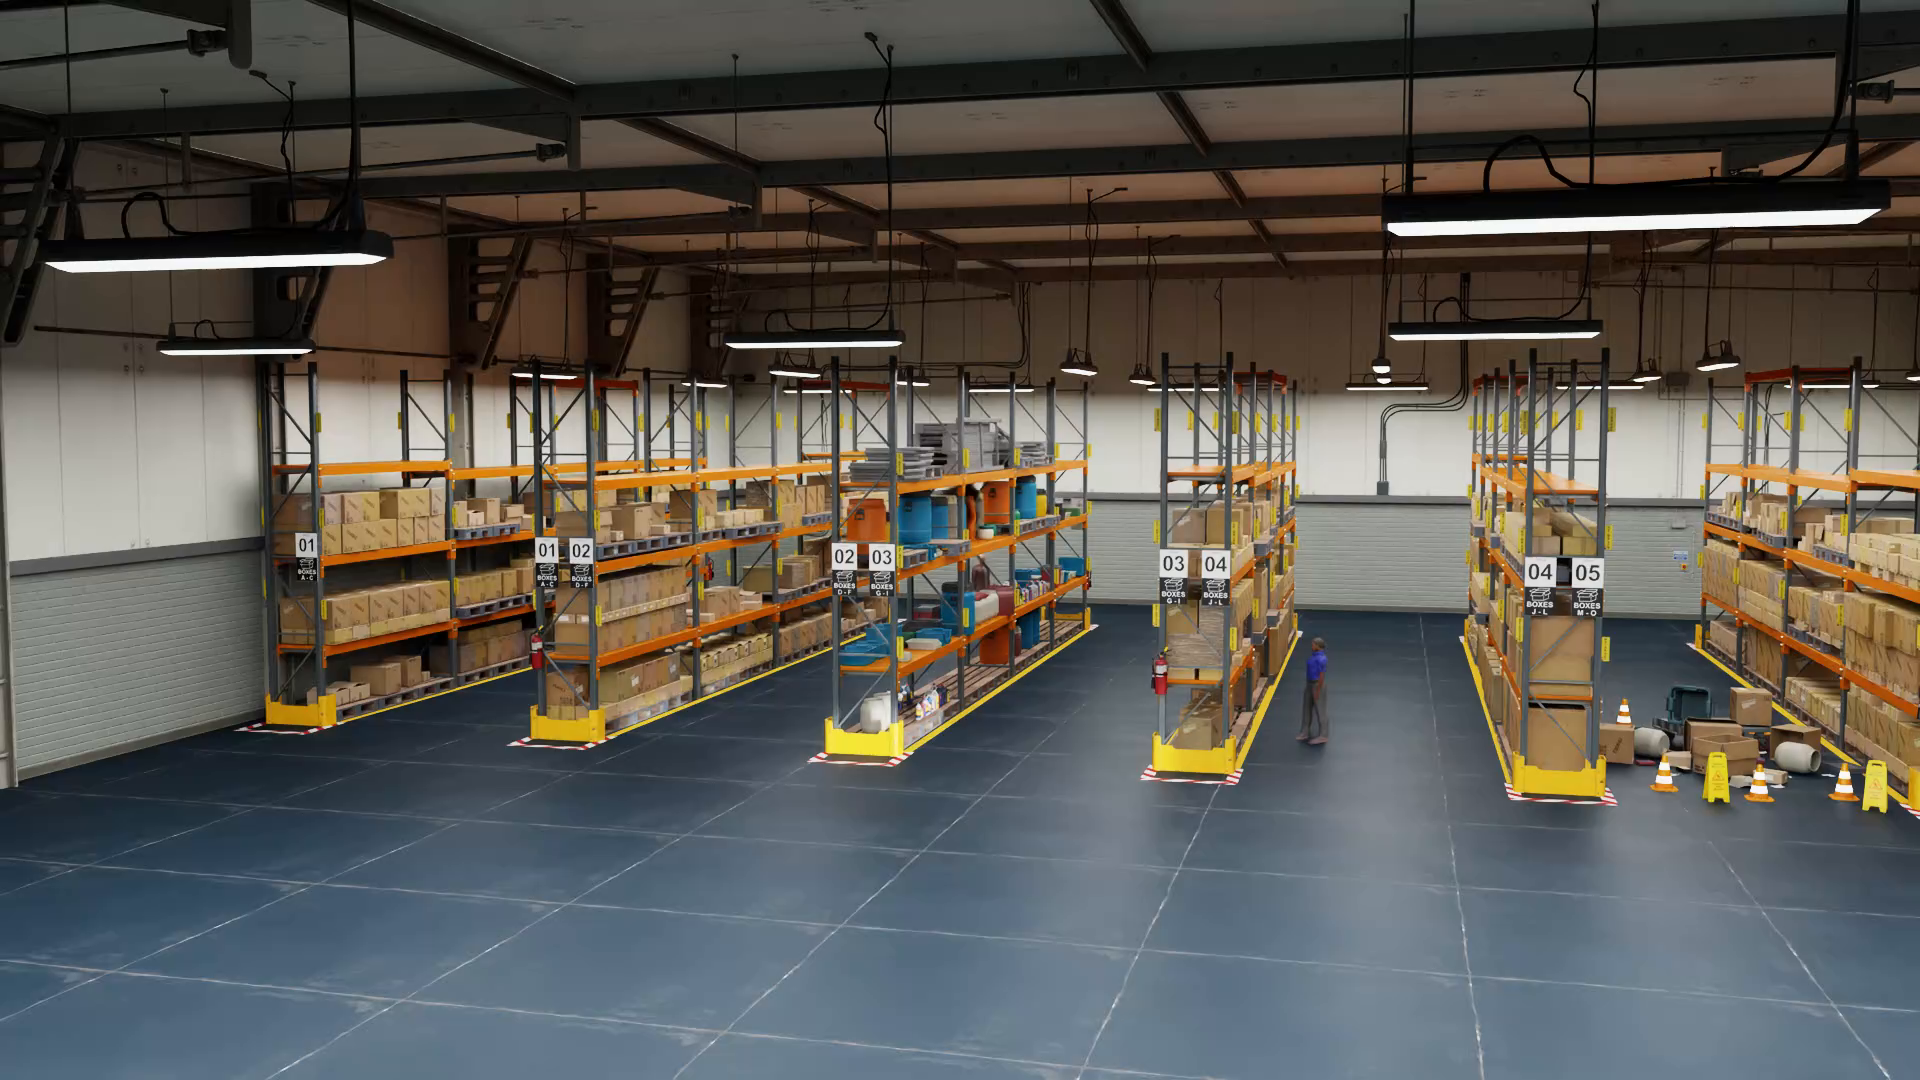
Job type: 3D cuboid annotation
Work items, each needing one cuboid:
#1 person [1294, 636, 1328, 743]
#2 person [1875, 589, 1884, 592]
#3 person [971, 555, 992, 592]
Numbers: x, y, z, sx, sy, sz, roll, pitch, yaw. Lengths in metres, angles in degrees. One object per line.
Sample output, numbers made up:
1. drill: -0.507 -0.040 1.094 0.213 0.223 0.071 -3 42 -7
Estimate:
1. person: 5.522 2.341 26.102 0.430 1.642 0.505 -2 4 -21
2. person: 19.178 1.649 34.987 0.639 1.831 0.504 -2 5 -29
3. person: 0.592 1.259 40.677 0.590 1.803 0.629 4 5 43
